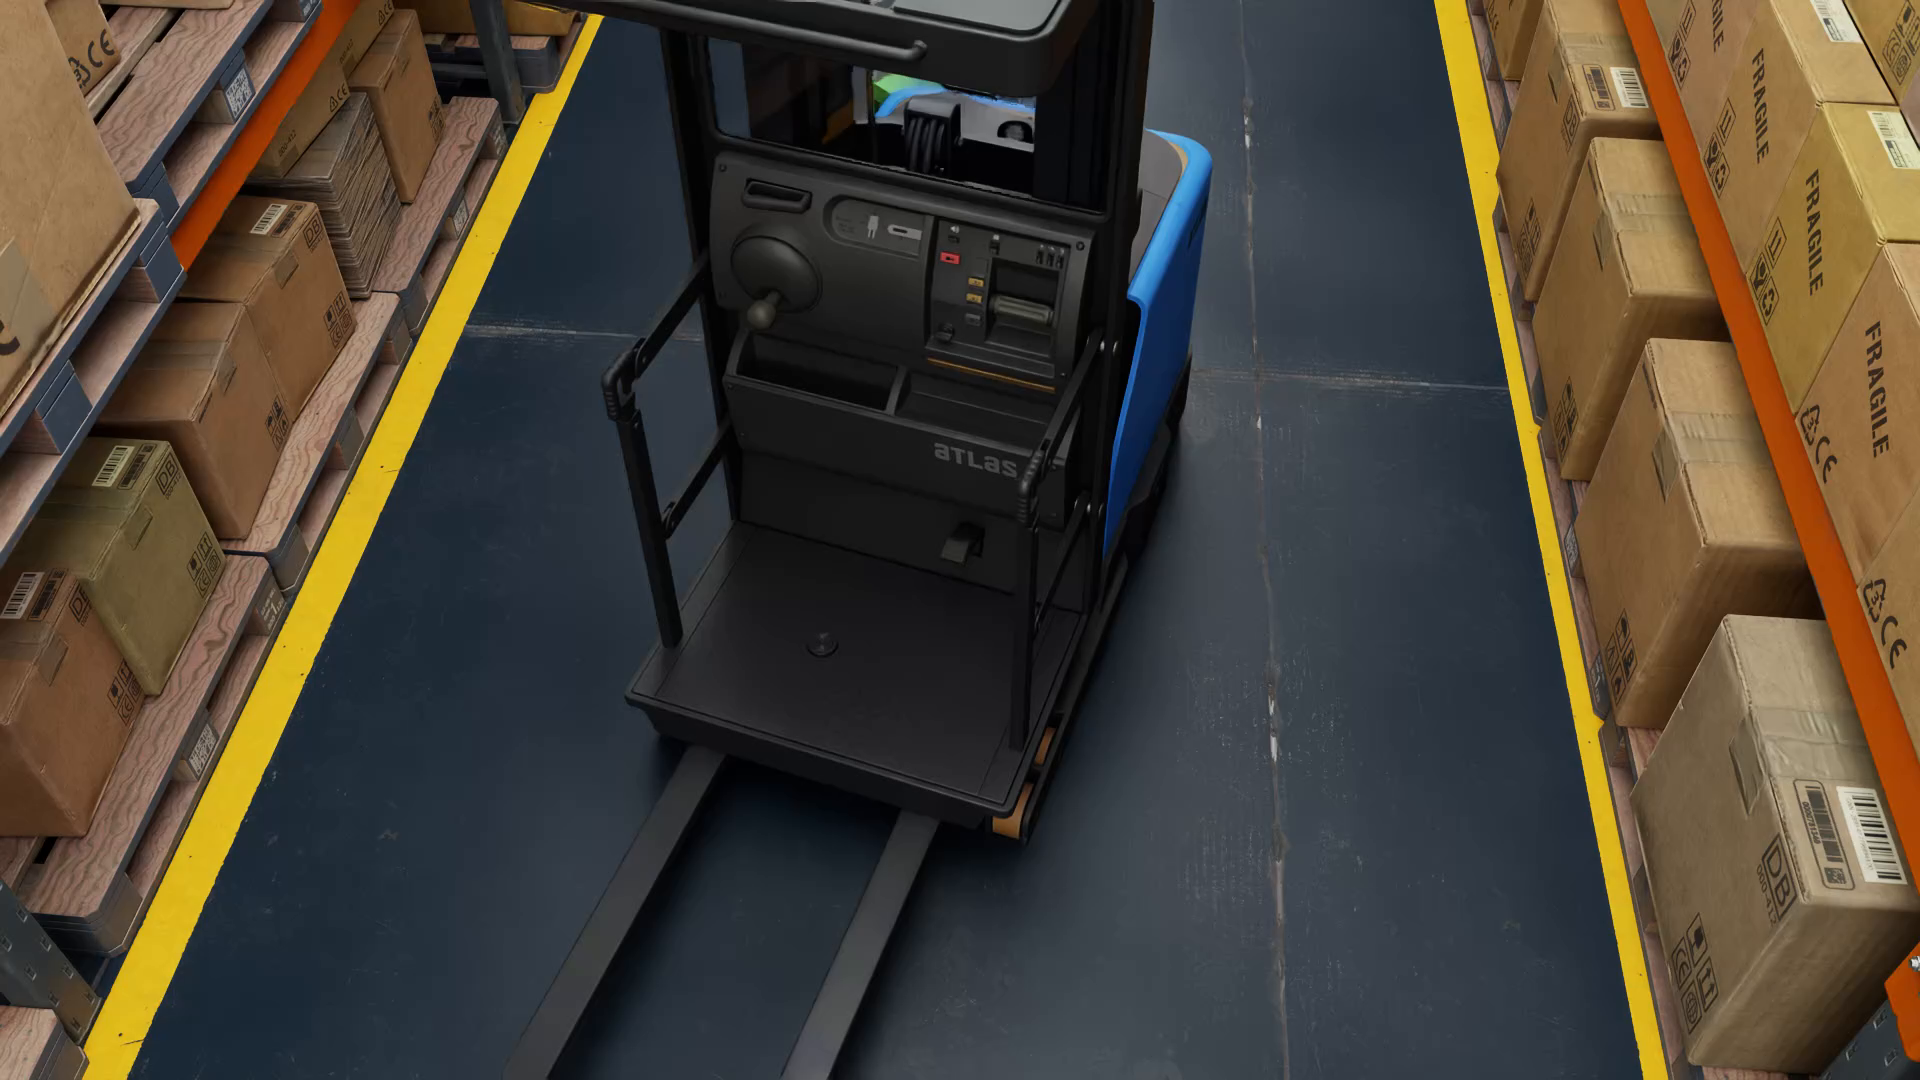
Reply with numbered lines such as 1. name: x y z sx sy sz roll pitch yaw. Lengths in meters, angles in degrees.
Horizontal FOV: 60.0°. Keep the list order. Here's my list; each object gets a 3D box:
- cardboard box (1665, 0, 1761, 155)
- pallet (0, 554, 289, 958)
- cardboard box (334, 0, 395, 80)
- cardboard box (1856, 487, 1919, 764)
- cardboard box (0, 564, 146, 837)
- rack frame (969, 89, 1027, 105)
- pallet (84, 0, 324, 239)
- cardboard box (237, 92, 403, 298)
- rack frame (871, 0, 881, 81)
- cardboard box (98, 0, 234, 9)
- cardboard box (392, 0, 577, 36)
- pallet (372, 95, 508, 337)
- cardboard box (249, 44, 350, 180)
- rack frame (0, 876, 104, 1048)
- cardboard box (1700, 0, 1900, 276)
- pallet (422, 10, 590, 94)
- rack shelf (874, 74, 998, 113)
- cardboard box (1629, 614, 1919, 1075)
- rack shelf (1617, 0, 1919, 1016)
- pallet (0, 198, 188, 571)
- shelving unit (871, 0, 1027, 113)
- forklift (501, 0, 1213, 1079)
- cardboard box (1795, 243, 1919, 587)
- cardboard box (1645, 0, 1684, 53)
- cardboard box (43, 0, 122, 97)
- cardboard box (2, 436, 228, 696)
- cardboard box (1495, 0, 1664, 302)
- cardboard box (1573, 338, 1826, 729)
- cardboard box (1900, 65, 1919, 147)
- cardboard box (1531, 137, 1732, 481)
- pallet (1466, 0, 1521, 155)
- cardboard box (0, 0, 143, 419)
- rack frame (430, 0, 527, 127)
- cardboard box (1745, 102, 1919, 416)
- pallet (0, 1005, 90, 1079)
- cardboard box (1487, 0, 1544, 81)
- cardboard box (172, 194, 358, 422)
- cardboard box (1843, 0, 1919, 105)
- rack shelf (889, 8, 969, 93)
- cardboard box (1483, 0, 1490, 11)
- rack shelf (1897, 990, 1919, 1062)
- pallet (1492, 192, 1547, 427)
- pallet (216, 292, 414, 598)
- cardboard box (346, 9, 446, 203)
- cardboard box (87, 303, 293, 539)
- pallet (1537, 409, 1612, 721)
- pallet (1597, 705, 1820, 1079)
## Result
1. cardboard box: 2.236 -1.348 4.382 0.500 0.500 0.500 4 48 3
2. pallet: -2.590 0.530 4.622 1.003 0.211 1.213 4 48 4
3. cardboard box: -2.326 -1.842 5.790 0.500 0.250 0.500 6 48 5
4. cardboard box: 2.052 0.134 3.027 0.500 0.500 0.500 4 48 3
5. cardboard box: -2.582 0.406 4.241 0.700 0.500 0.500 1 48 1
6. rack frame: 0.120 -1.149 5.487 0.240 1.200 0.015 -33 56 -27
7. pallet: -2.434 -1.256 4.496 1.003 0.211 1.213 4 48 4
8. cardboard box: -2.374 -1.181 5.693 0.700 0.500 0.500 0 48 0
9. rack frame: -0.205 -1.419 5.732 0.240 1.200 0.015 -33 56 -27
10. cardboard box: -2.178 -1.631 4.516 0.396 0.266 0.258 3 48 2
11. cardboard box: -2.211 -2.709 6.850 1.225 0.875 0.875 2 48 2
12. pallet: -2.368 -1.263 6.262 1.003 0.211 1.213 4 48 4
13. cardboard box: -2.364 -1.451 5.432 0.500 0.250 0.500 9 48 8
14. rack frame: -2.659 0.161 3.070 1.000 3.000 0.127 4 48 4
15. cardboard box: 2.188 -0.982 4.048 0.500 0.500 0.500 3 48 3
16. pallet: -2.148 -2.411 7.313 1.003 0.211 1.213 4 48 4
17. rack shelf: -0.042 -1.402 5.479 0.258 0.148 0.480 -33 56 -27
18. cardboard box: 2.238 0.724 3.795 1.050 0.750 0.750 4 48 3
19. rack shelf: 2.453 -0.658 4.307 1.077 0.370 4.000 4 48 4
20. pallet: -2.445 -0.326 3.645 1.003 0.211 1.213 4 48 4
21. shelving unit: -0.042 -1.284 5.610 0.258 1.200 0.503 -33 56 -27
22. forklift: -0.224 -0.533 3.751 1.130 2.935 3.031 15 49 13
23. cardboard box: 2.098 -0.238 3.367 0.500 0.500 0.500 3 48 3
24. cardboard box: 2.282 -1.719 4.721 0.500 0.500 0.500 3 48 3
25. cardboard box: -2.593 -1.296 4.048 0.797 0.503 0.637 8 48 8
26. cardboard box: -2.520 0.057 4.561 0.700 0.500 0.500 4 48 3
27. cardboard box: 2.490 -1.312 5.657 1.050 0.750 0.750 3 48 3
28. cardboard box: 2.329 0.016 4.443 1.050 0.750 0.750 4 48 4
29. cardboard box: 2.401 -0.917 3.311 0.700 0.500 0.500 4 48 4
30. cardboard box: 2.414 -0.669 5.069 1.050 0.750 0.750 5 48 4
31. pallet: 2.708 -2.004 6.939 1.003 0.211 1.213 4 48 4
32. cardboard box: -2.448 -0.758 3.219 1.000 1.000 1.000 4 48 4
33. rack frame: -2.295 -2.778 5.758 1.000 3.000 0.127 4 48 4
34. cardboard box: 2.144 -0.609 3.706 0.500 0.500 0.500 4 48 4
35. pallet: -2.685 1.598 3.645 1.003 0.211 1.213 4 48 4
36. cardboard box: 2.435 -2.170 6.611 0.500 0.500 0.500 4 48 3
37. cardboard box: -2.419 -0.764 5.312 0.700 0.500 0.500 7 48 7
38. cardboard box: 2.449 -1.288 3.650 0.700 0.500 0.500 3 48 3
39. rack shelf: -0.041 -1.564 5.301 0.258 0.148 0.480 -33 56 -27
40. cardboard box: 2.486 -2.551 6.960 0.500 0.500 0.500 6 48 5
41. rack shelf: 2.088 2.281 1.618 1.077 0.370 4.000 4 48 4
42. pallet: 2.488 -0.855 5.889 1.003 0.211 1.213 4 48 4
43. pallet: -2.481 -0.369 5.444 1.003 0.211 1.213 4 48 4
44. cardboard box: -2.336 -1.589 6.067 0.700 0.500 0.500 2 48 1
45. cardboard box: -2.469 -0.354 4.937 0.700 0.500 0.500 0 48 0
46. pallet: 2.375 0.039 5.071 1.003 0.211 1.213 4 48 4
47. pallet: 2.266 0.938 4.249 1.003 0.211 1.213 4 48 4
